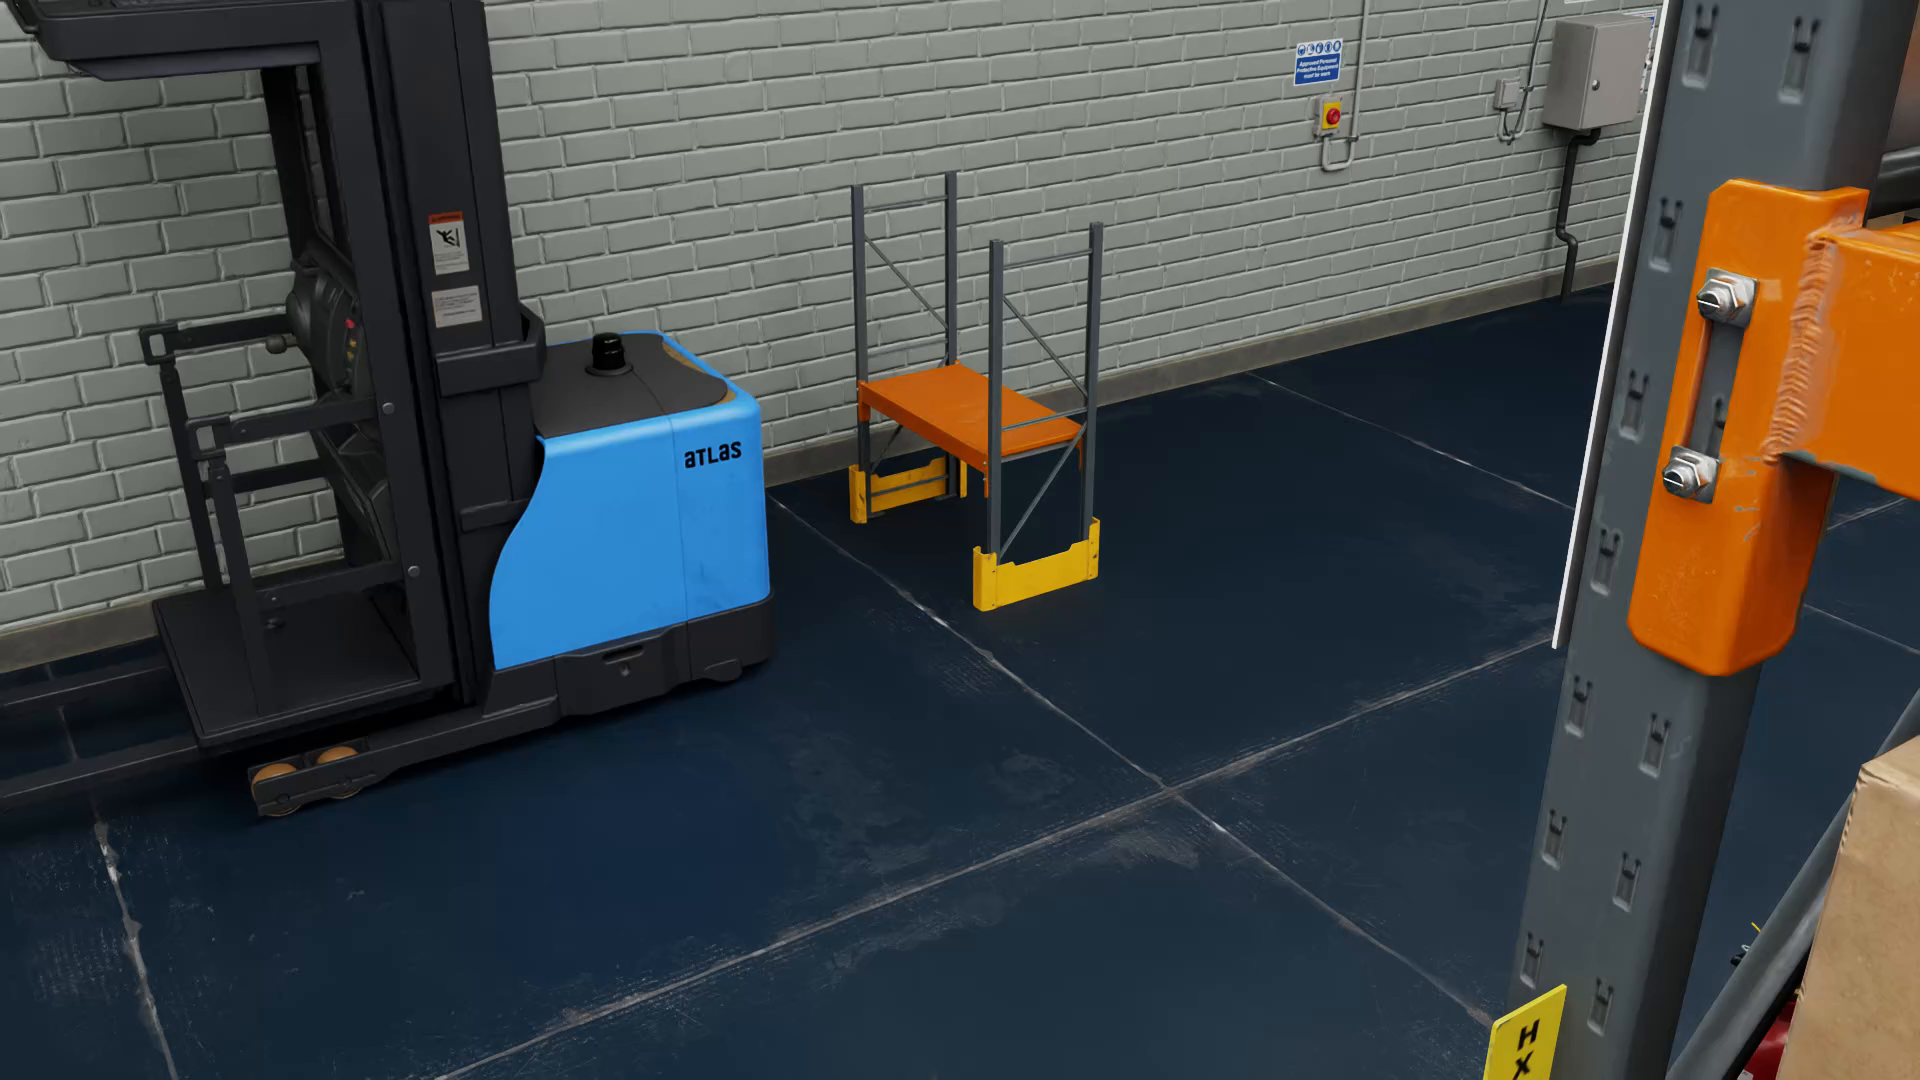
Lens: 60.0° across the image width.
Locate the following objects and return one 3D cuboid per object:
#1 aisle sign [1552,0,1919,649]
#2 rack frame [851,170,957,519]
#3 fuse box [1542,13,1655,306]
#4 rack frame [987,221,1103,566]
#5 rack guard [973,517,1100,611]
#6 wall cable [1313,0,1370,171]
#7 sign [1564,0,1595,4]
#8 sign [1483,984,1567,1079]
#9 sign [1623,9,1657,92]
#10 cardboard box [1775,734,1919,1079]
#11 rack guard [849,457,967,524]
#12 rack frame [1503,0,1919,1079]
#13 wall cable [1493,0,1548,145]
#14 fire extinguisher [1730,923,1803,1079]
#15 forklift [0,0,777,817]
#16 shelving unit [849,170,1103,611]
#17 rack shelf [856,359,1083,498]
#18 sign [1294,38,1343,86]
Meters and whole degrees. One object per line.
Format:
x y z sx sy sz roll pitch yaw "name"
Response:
0.671 -0.310 1.347 0.394 0.787 0.004 -16 29 -30 "aisle sign"
-0.231 -0.830 7.250 0.500 1.500 0.032 -16 29 -30 "rack frame"
3.797 -2.234 9.977 0.539 1.711 0.414 -16 29 -30 "fuse box"
0.324 -0.466 6.480 0.500 1.500 0.032 -16 29 -30 "rack frame"
0.313 0.092 6.762 0.587 0.250 0.087 -16 29 -30 "rack guard"
1.957 -2.853 8.552 0.585 1.953 0.123 -16 29 -30 "wall cable"
3.637 -3.251 9.656 0.339 0.242 0.001 -16 29 -30 "sign"
0.508 0.557 1.542 0.100 0.325 0.005 -16 29 -30 "sign"
4.097 -2.963 10.123 0.329 0.494 0.001 -16 29 -30 "sign"
0.985 0.413 1.225 0.500 0.500 0.500 -16 29 -30 "cardboard box"
-0.230 -0.264 7.516 0.587 0.250 0.087 -16 29 -30 "rack guard"
0.960 0.823 1.993 0.949 2.616 0.053 -16 29 -30 "rack frame"
3.139 -3.173 9.268 0.588 1.984 0.122 -16 29 -30 "wall cable"
1.212 0.828 2.510 0.296 0.674 0.183 -16 29 -30 "fire extinguisher"
-2.211 -0.692 5.282 3.031 2.935 1.130 -14 29 -28 "forklift"
0.042 -0.651 6.872 0.587 1.500 1.083 -16 29 -30 "shelving unit"
0.047 -0.485 6.942 0.538 0.185 1.000 -16 29 -30 "rack shelf"
1.883 -2.512 8.741 0.327 0.218 0.001 -16 29 -30 "sign"
